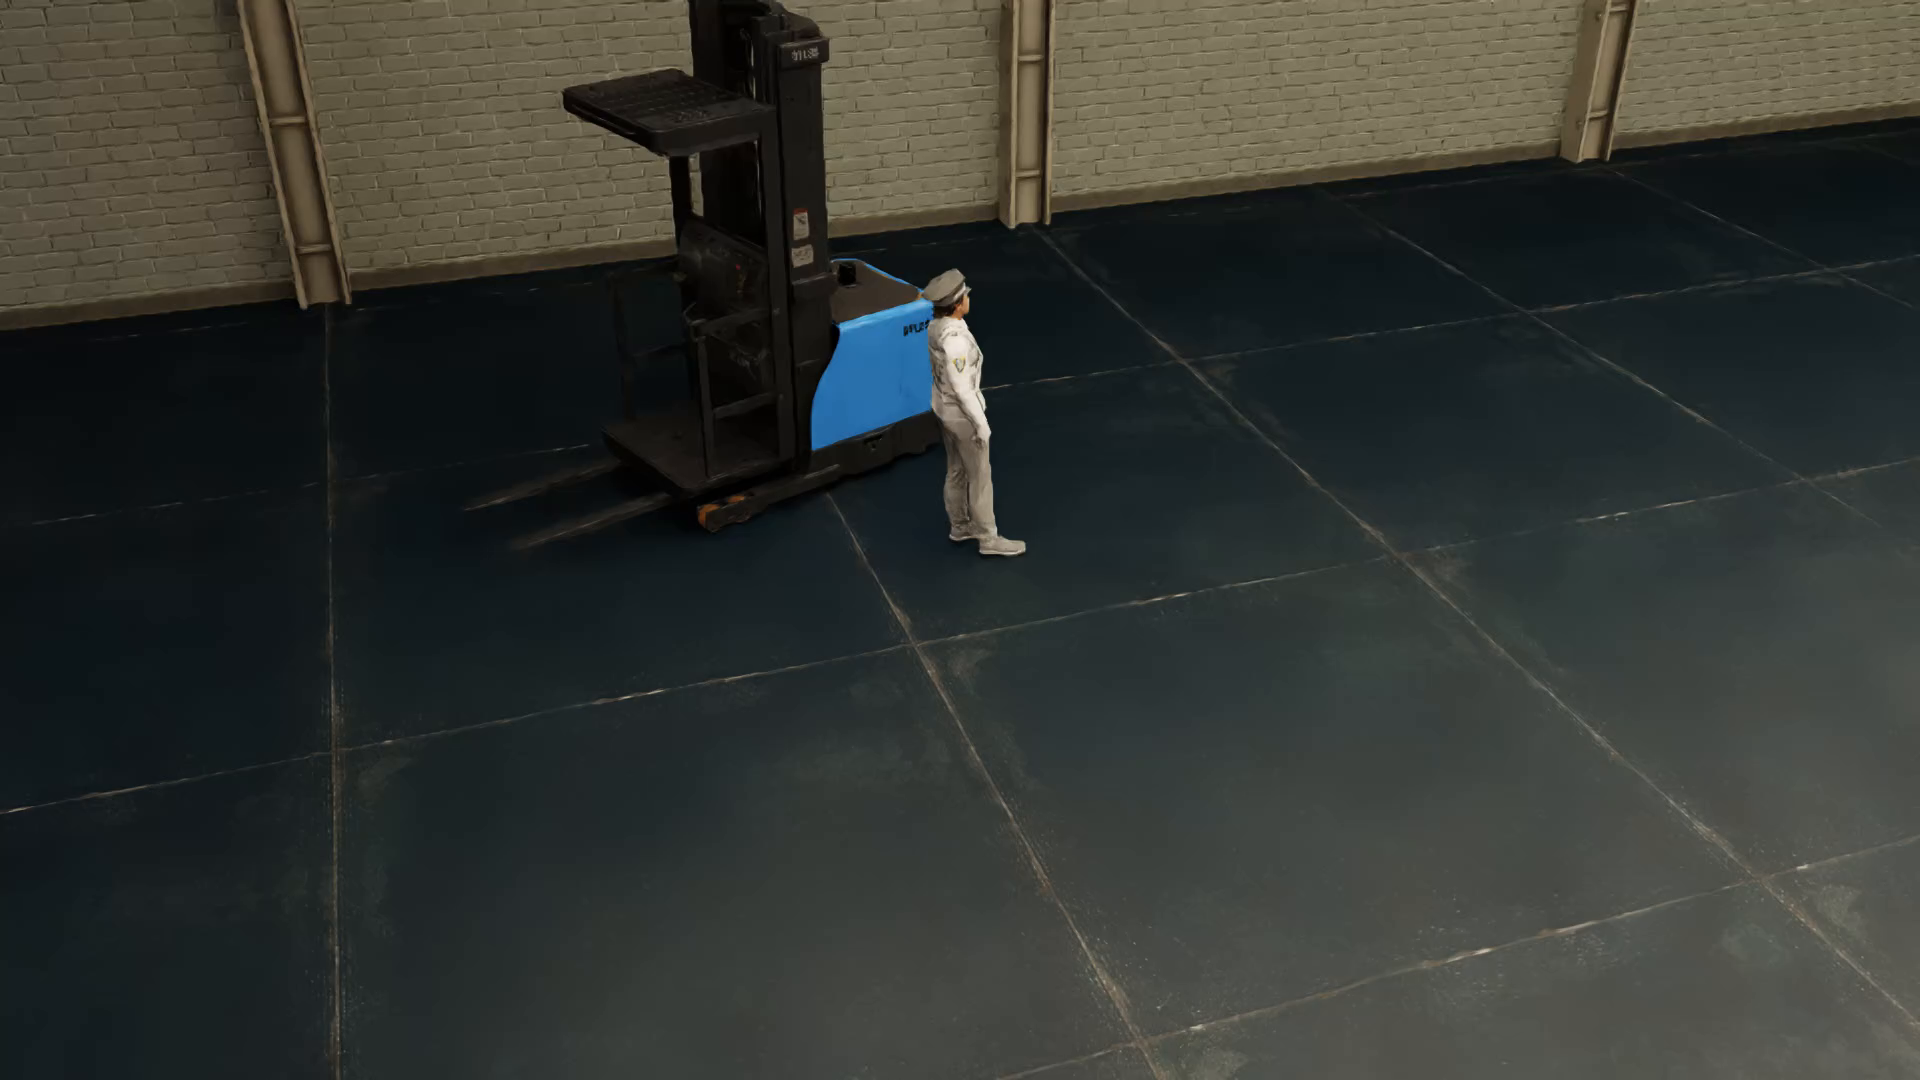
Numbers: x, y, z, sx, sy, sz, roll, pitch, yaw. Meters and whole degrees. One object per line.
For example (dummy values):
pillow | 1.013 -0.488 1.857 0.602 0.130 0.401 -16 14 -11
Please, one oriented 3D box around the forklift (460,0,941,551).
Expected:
forklift | -1.594 -1.618 9.899 3.031 2.935 1.130 -22 36 -33

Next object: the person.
person | 0.066 -0.748 9.612 0.532 1.695 0.586 -10 31 -16
